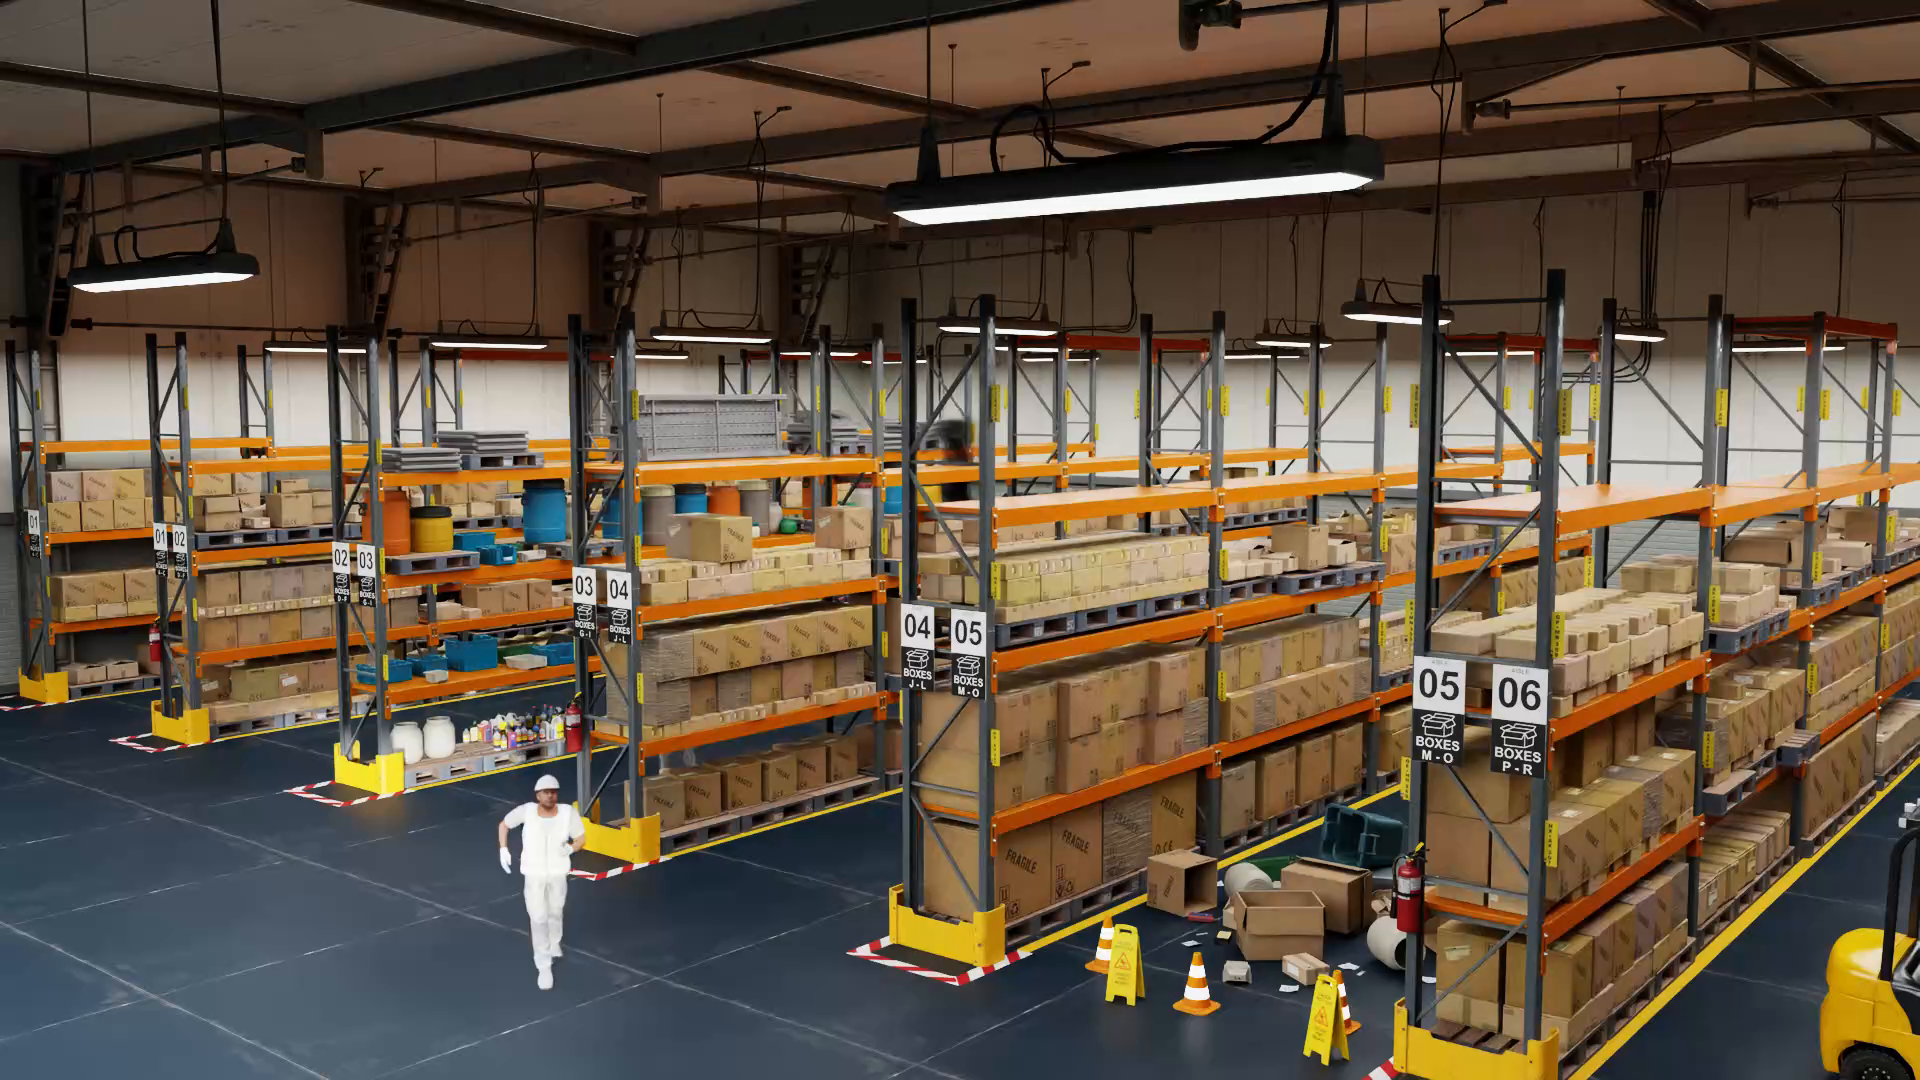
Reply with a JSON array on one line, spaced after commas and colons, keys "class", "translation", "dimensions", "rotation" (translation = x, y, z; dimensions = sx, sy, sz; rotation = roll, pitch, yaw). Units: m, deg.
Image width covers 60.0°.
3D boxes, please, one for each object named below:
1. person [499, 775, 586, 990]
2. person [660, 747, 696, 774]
[{"class": "person", "translation": [-3.677, 2.947, 14.687], "dimensions": [0.726, 1.806, 0.899], "rotation": [-2, 6, -21]}, {"class": "person", "translation": [-3.808, 2.409, 22.066], "dimensions": [0.695, 1.652, 0.874], "rotation": [-1, 5, -11]}]
